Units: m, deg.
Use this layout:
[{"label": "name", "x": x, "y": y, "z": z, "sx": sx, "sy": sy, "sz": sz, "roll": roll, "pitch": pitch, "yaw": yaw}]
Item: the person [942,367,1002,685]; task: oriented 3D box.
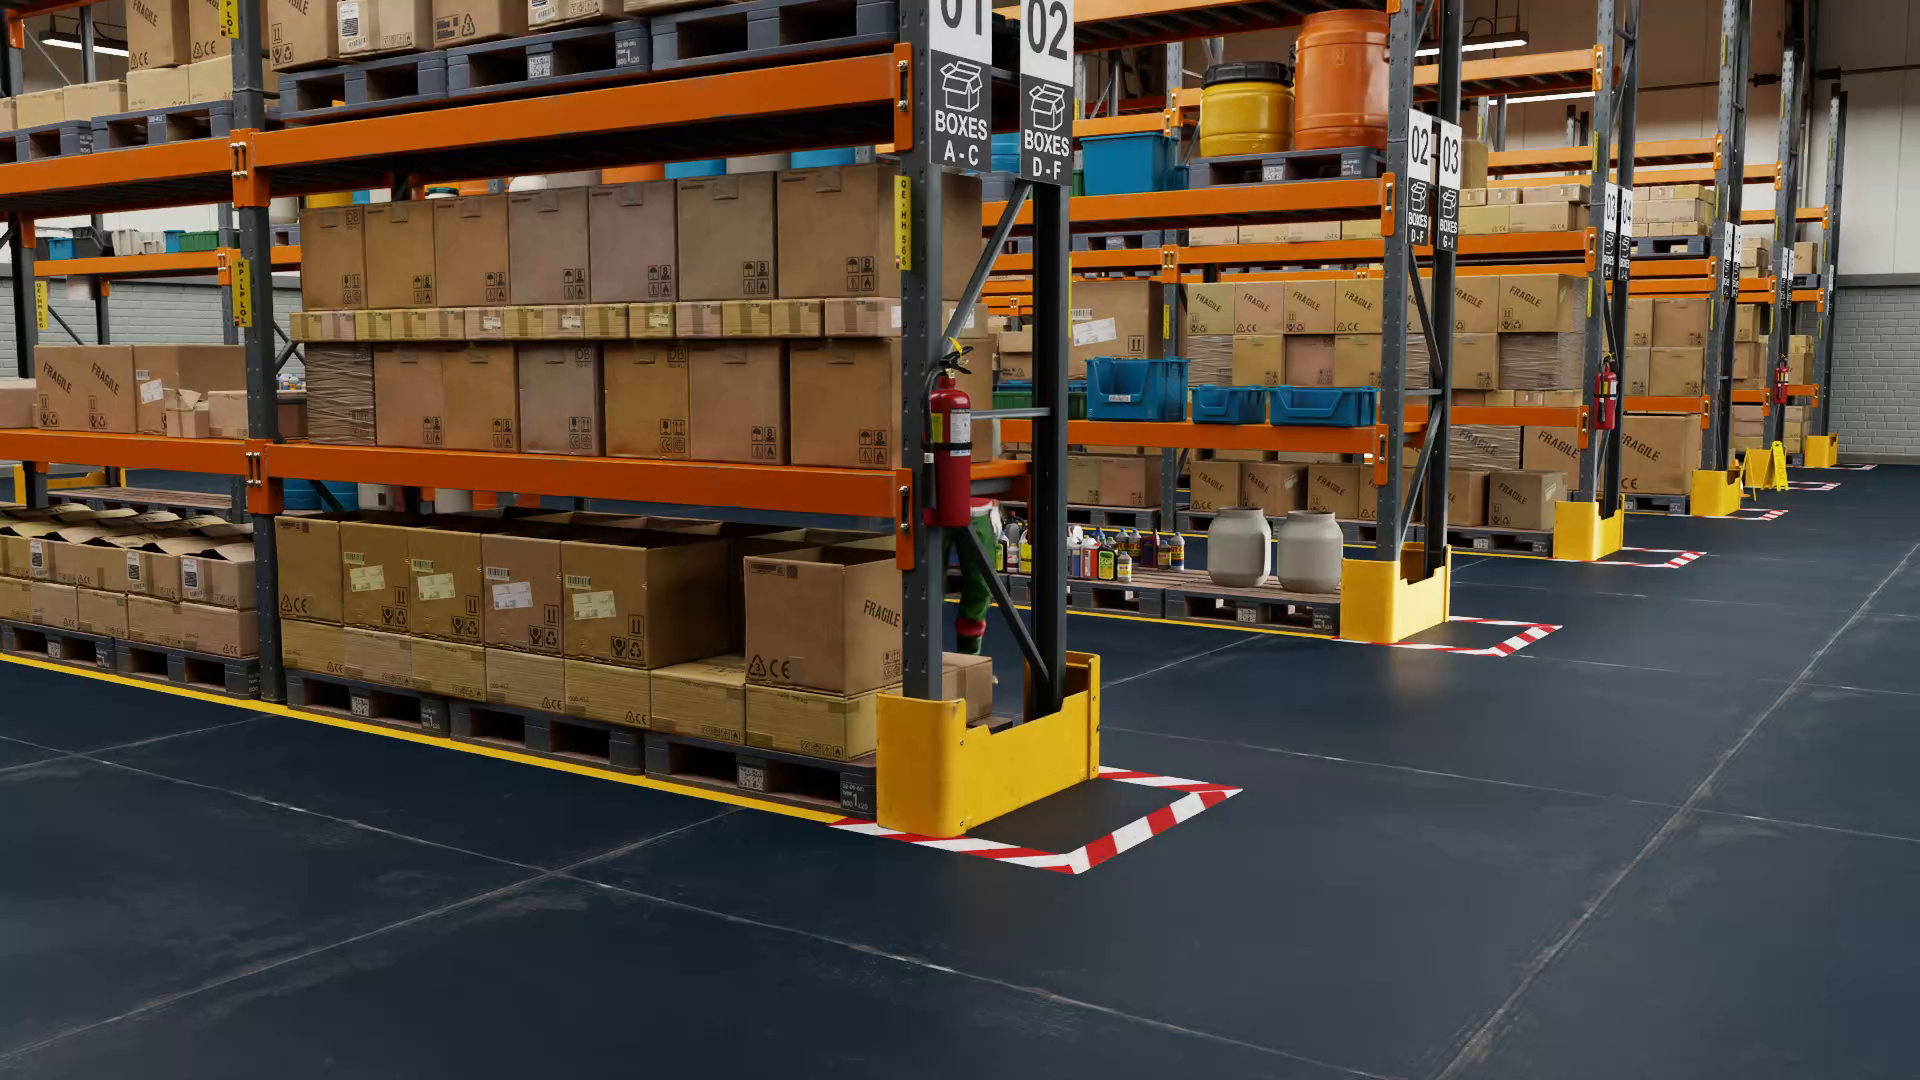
[{"label": "person", "x": -0.040, "y": -0.129, "z": 8.838, "sx": 0.563, "sy": 1.783, "sz": 0.576, "roll": -2, "pitch": 7, "yaw": -17}]
